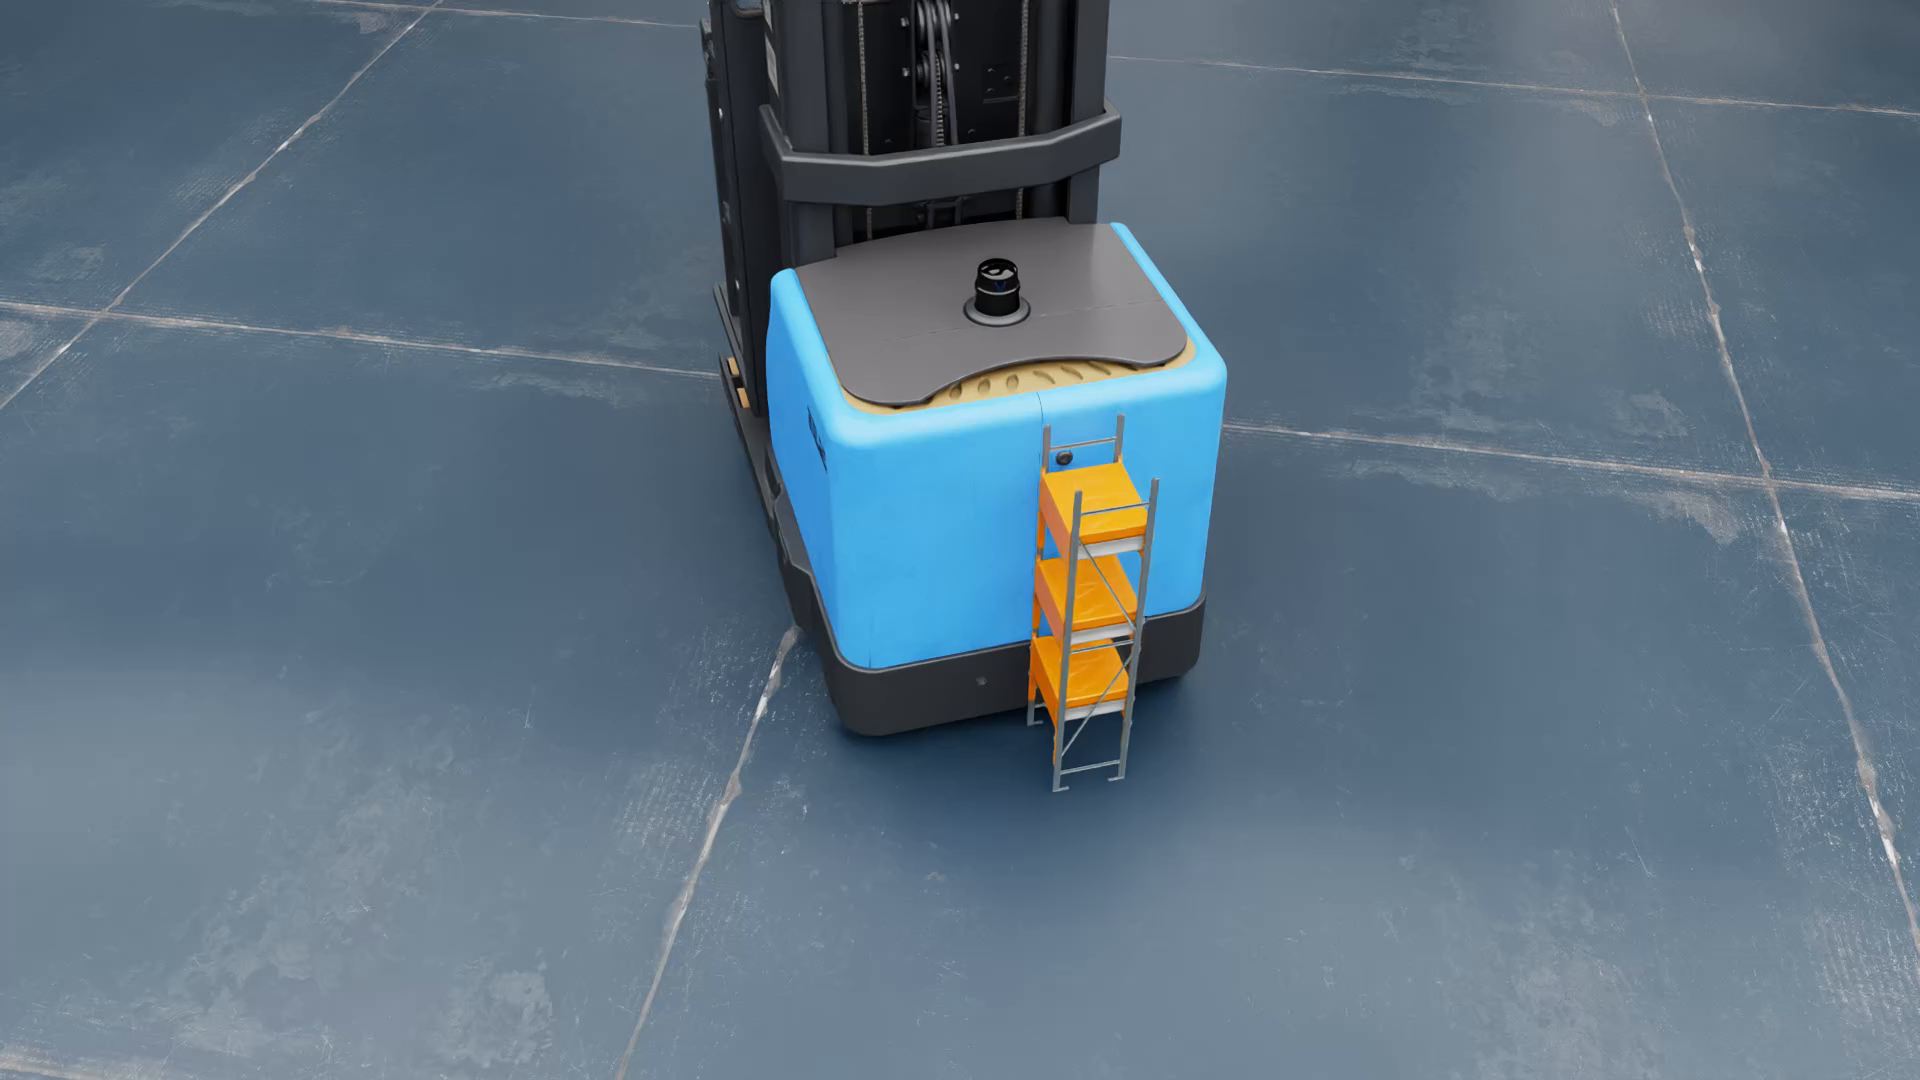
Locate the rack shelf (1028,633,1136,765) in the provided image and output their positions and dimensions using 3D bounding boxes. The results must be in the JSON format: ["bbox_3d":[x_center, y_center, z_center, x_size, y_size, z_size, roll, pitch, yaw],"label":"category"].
[{"bbox_3d":[0.316,0.401,4.386,0.215,0.259,0.240,-9,43,-11],"label":"rack shelf"}]

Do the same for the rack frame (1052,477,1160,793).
[{"bbox_3d":[0.350,0.266,4.105,0.200,1.050,0.008,-9,43,-11],"label":"rack frame"}]

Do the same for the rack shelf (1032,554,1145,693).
[{"bbox_3d":[0.319,0.194,4.200,0.215,0.259,0.240,-9,43,-11],"label":"rack shelf"}]

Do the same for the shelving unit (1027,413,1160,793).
[{"bbox_3d":[0.319,0.186,4.193,0.215,1.050,0.252,-9,43,-11],"label":"shelving unit"}]

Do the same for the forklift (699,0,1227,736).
[{"bbox_3d":[-0.210,-1.547,4.821,1.130,2.935,3.031,-10,41,-12],"label":"forklift"}]

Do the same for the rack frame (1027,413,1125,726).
[{"bbox_3d":[0.289,0.107,4.280,0.200,1.050,0.008,-9,43,-11],"label":"rack frame"}]

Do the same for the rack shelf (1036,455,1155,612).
[{"bbox_3d":[0.322,-0.017,4.010,0.215,0.259,0.240,-9,43,-11],"label":"rack shelf"}]
